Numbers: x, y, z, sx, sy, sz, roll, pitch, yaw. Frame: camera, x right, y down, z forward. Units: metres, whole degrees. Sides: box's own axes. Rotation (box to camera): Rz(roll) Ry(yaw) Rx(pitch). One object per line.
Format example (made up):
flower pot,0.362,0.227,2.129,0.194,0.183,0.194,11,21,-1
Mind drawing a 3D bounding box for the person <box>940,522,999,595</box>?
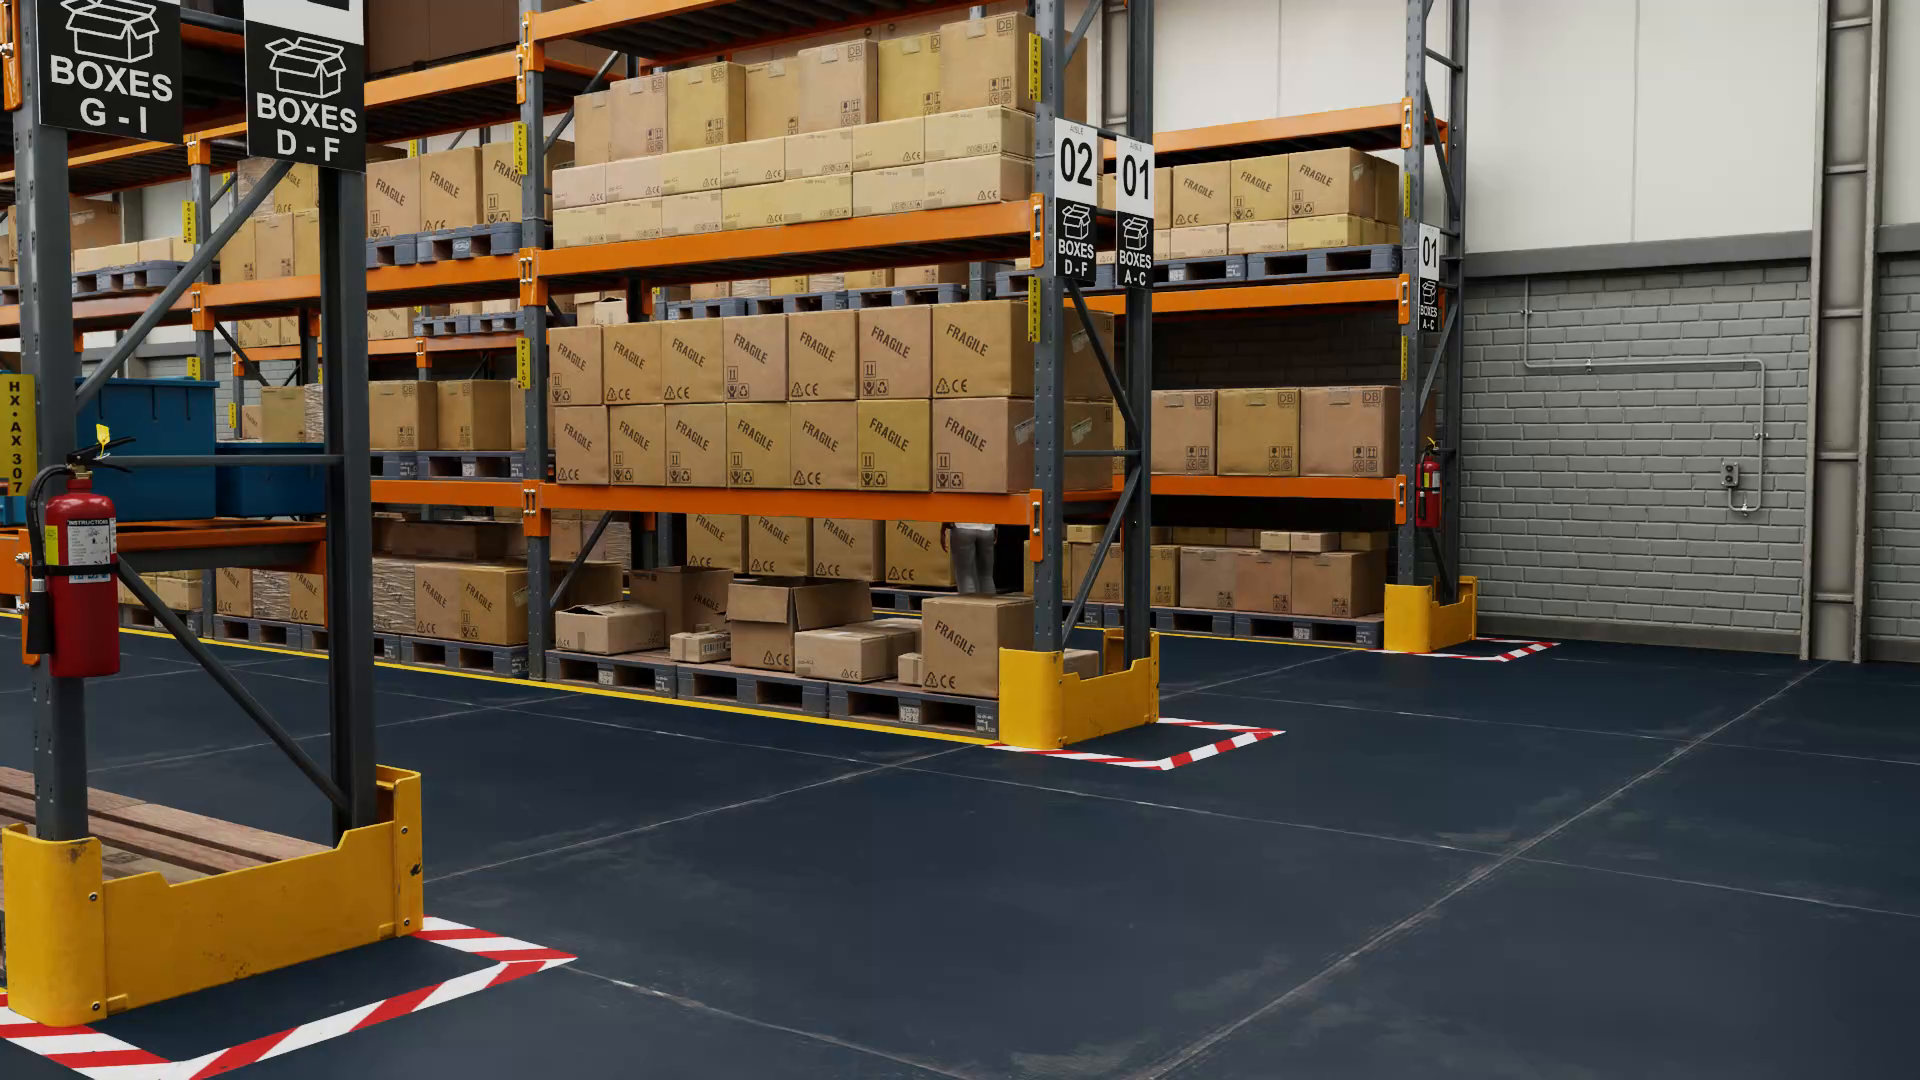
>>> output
person,0.075,-0.076,13.518,0.570,1.695,0.529,-2,4,-29
